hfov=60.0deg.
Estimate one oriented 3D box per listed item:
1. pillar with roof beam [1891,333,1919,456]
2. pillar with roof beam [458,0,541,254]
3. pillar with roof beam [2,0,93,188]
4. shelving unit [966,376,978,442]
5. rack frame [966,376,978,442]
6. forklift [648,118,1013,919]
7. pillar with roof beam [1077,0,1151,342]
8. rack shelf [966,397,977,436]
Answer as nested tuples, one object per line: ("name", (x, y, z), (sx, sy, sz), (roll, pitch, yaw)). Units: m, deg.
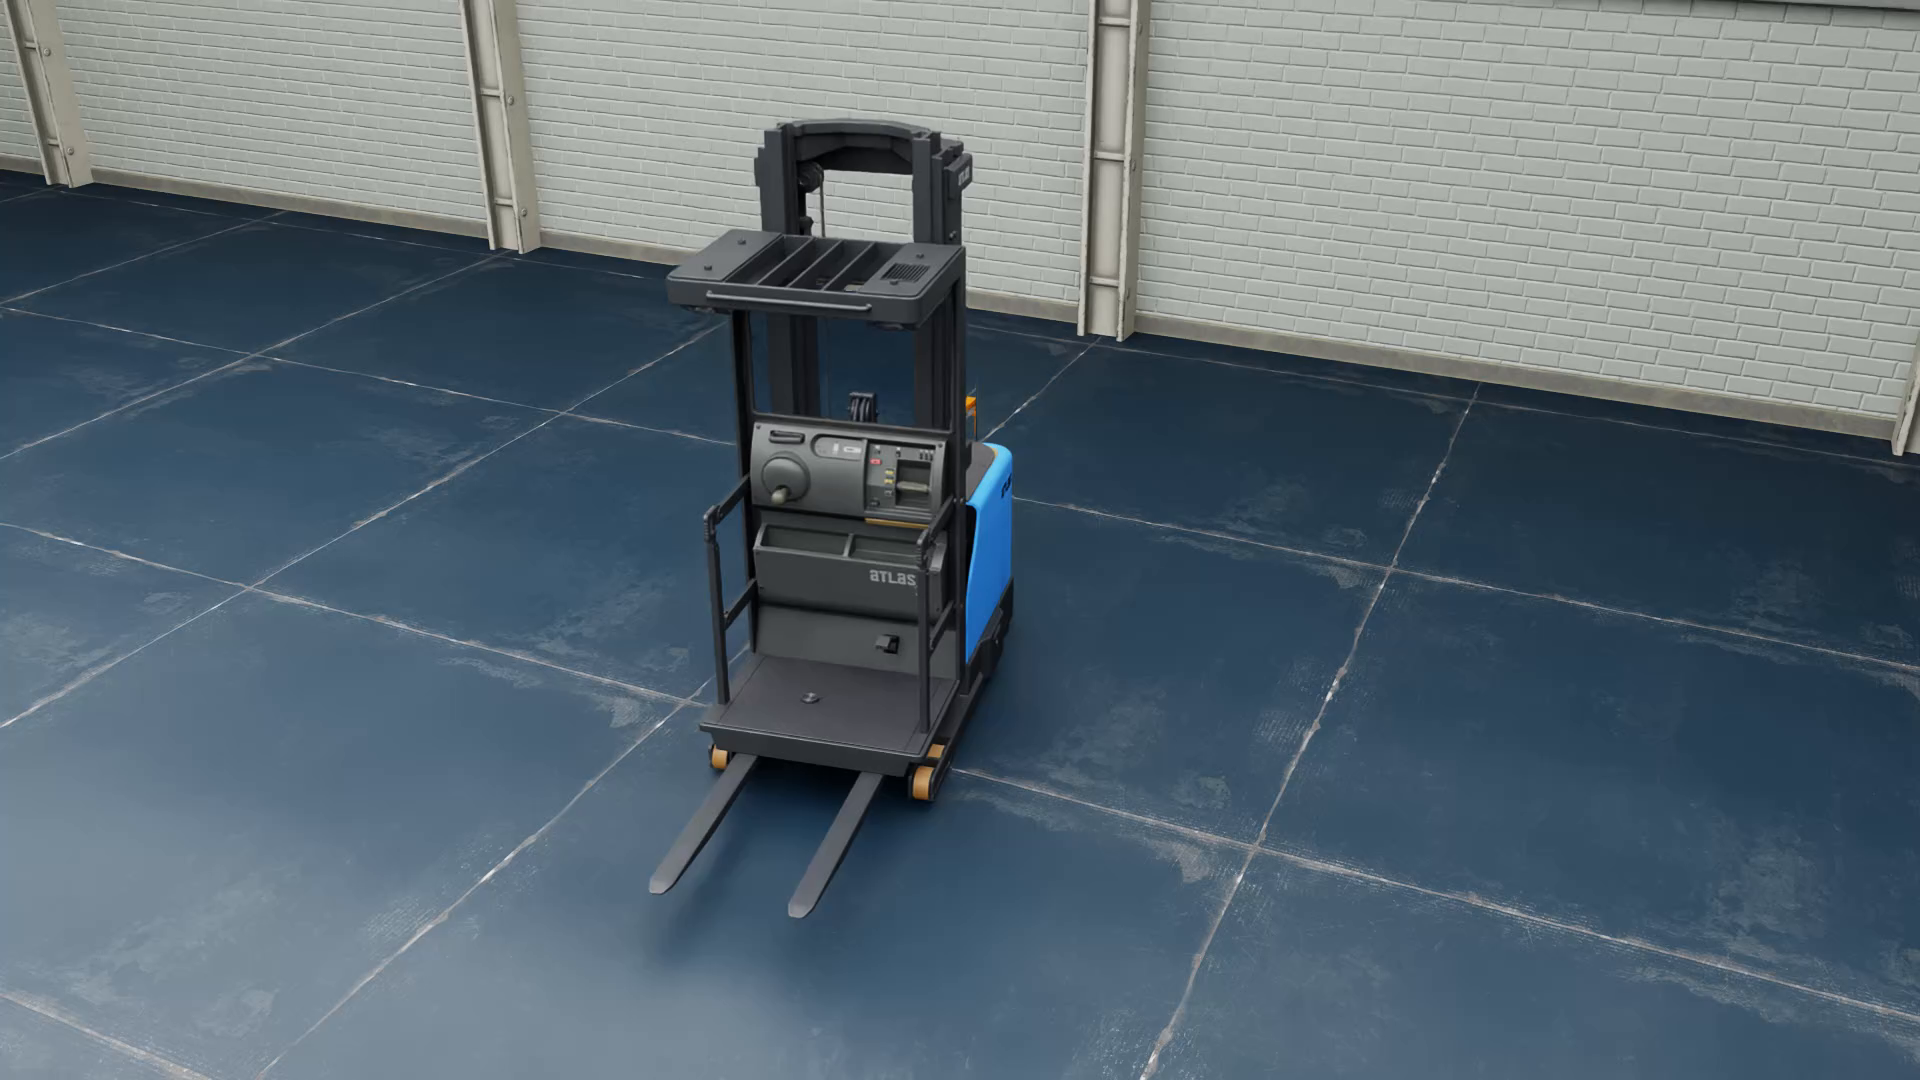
("pillar with roof beam", (4.886, -2.921, 5.996), (0.400, 9.000, 9.100), (11, 28, 22))
("pillar with roof beam", (-6.037, -5.115, 10.452), (0.400, 9.000, 9.100), (11, 28, 22))
("pillar with roof beam", (-11.499, -6.212, 12.680), (0.400, 9.000, 9.100), (11, 28, 22))
("shelving unit", (-0.049, -0.481, 10.038), (0.252, 1.050, 0.215), (11, 28, 22))
("rack frame", (0.062, -0.458, 9.993), (0.008, 1.050, 0.200), (11, 28, 22))
("forklift", (-0.573, -0.283, 7.507), (1.130, 2.935, 3.031), (7, 27, 13))
("pillar with roof beam", (-0.576, -4.018, 8.224), (0.400, 9.000, 9.100), (11, 28, 22))
("rack shelf", (-0.049, -0.726, 9.917), (0.240, 0.259, 0.215), (11, 28, 22))
